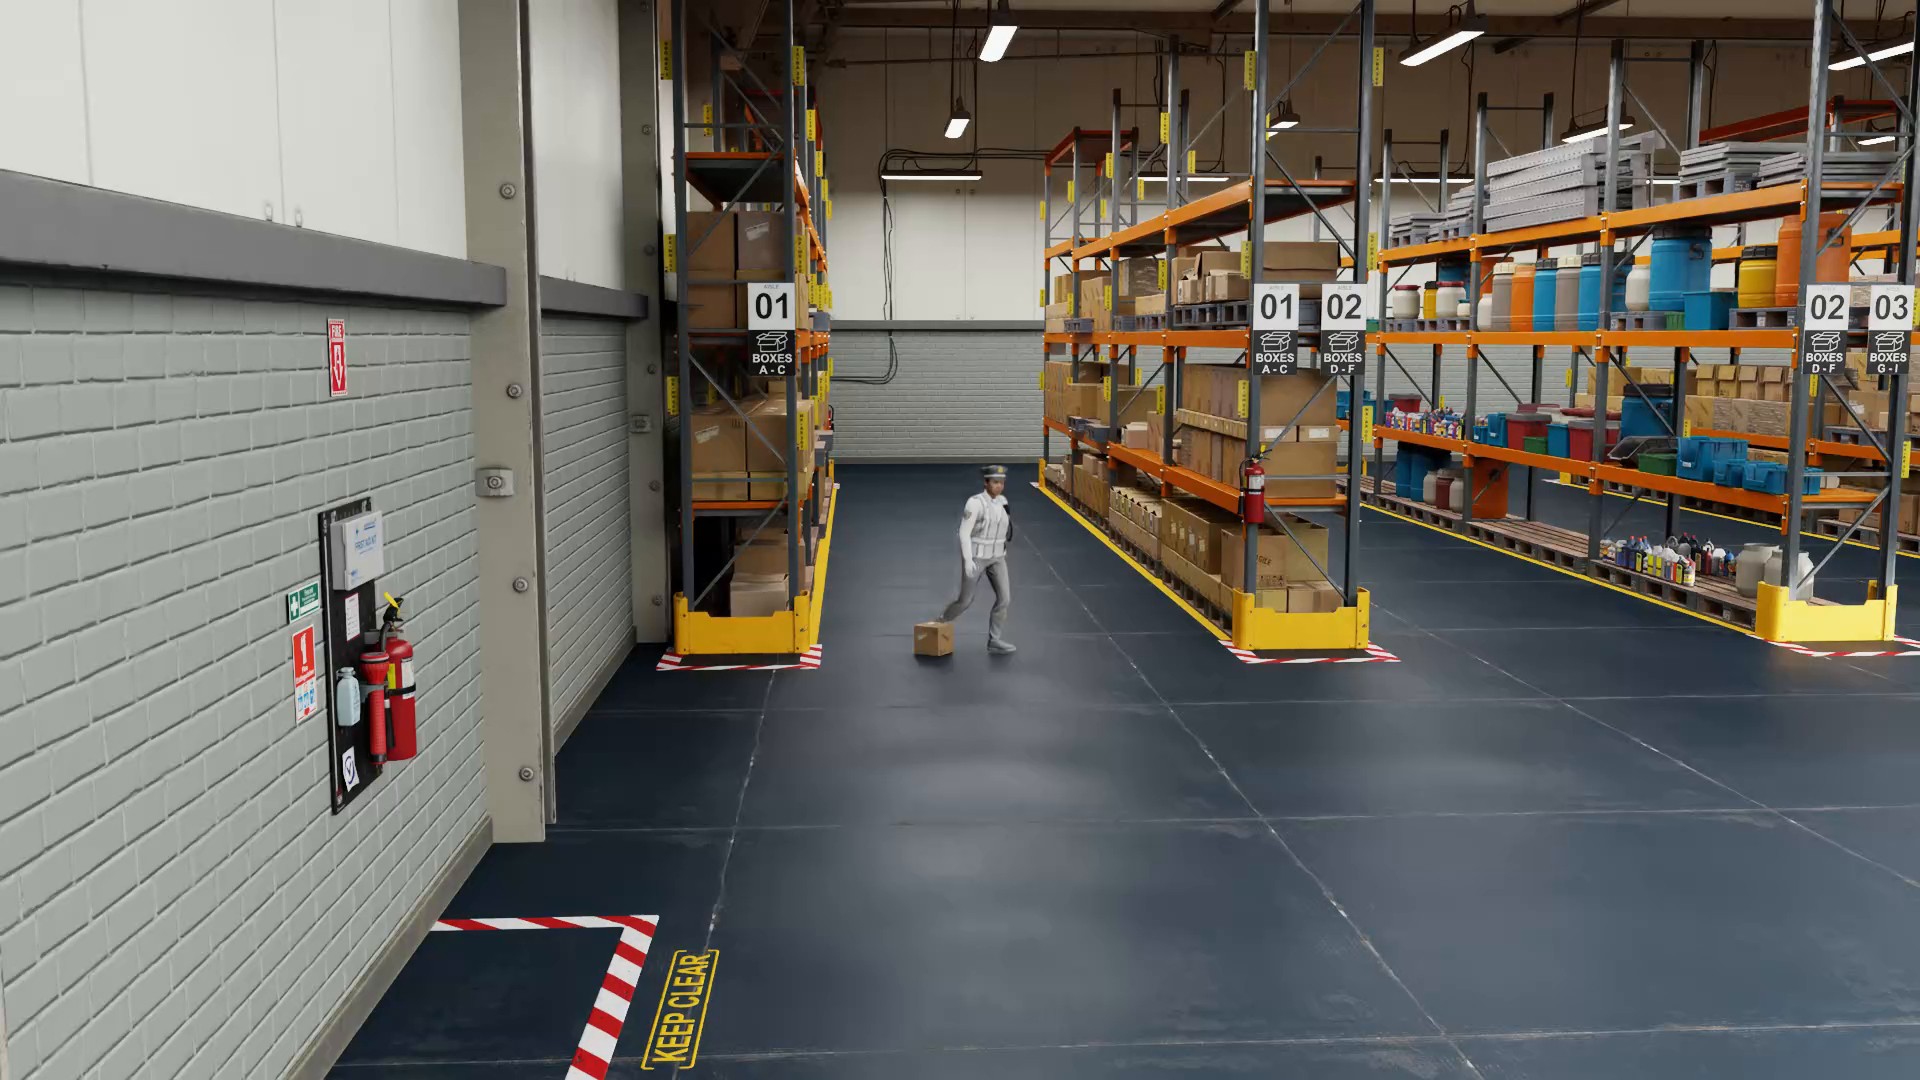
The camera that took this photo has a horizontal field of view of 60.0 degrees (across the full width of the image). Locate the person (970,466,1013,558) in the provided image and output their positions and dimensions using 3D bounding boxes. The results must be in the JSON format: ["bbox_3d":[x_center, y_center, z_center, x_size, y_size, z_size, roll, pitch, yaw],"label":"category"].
[{"bbox_3d":[0.250,-0.256,14.335,0.375,0.794,0.377,-5,9,-37],"label":"person"}]
